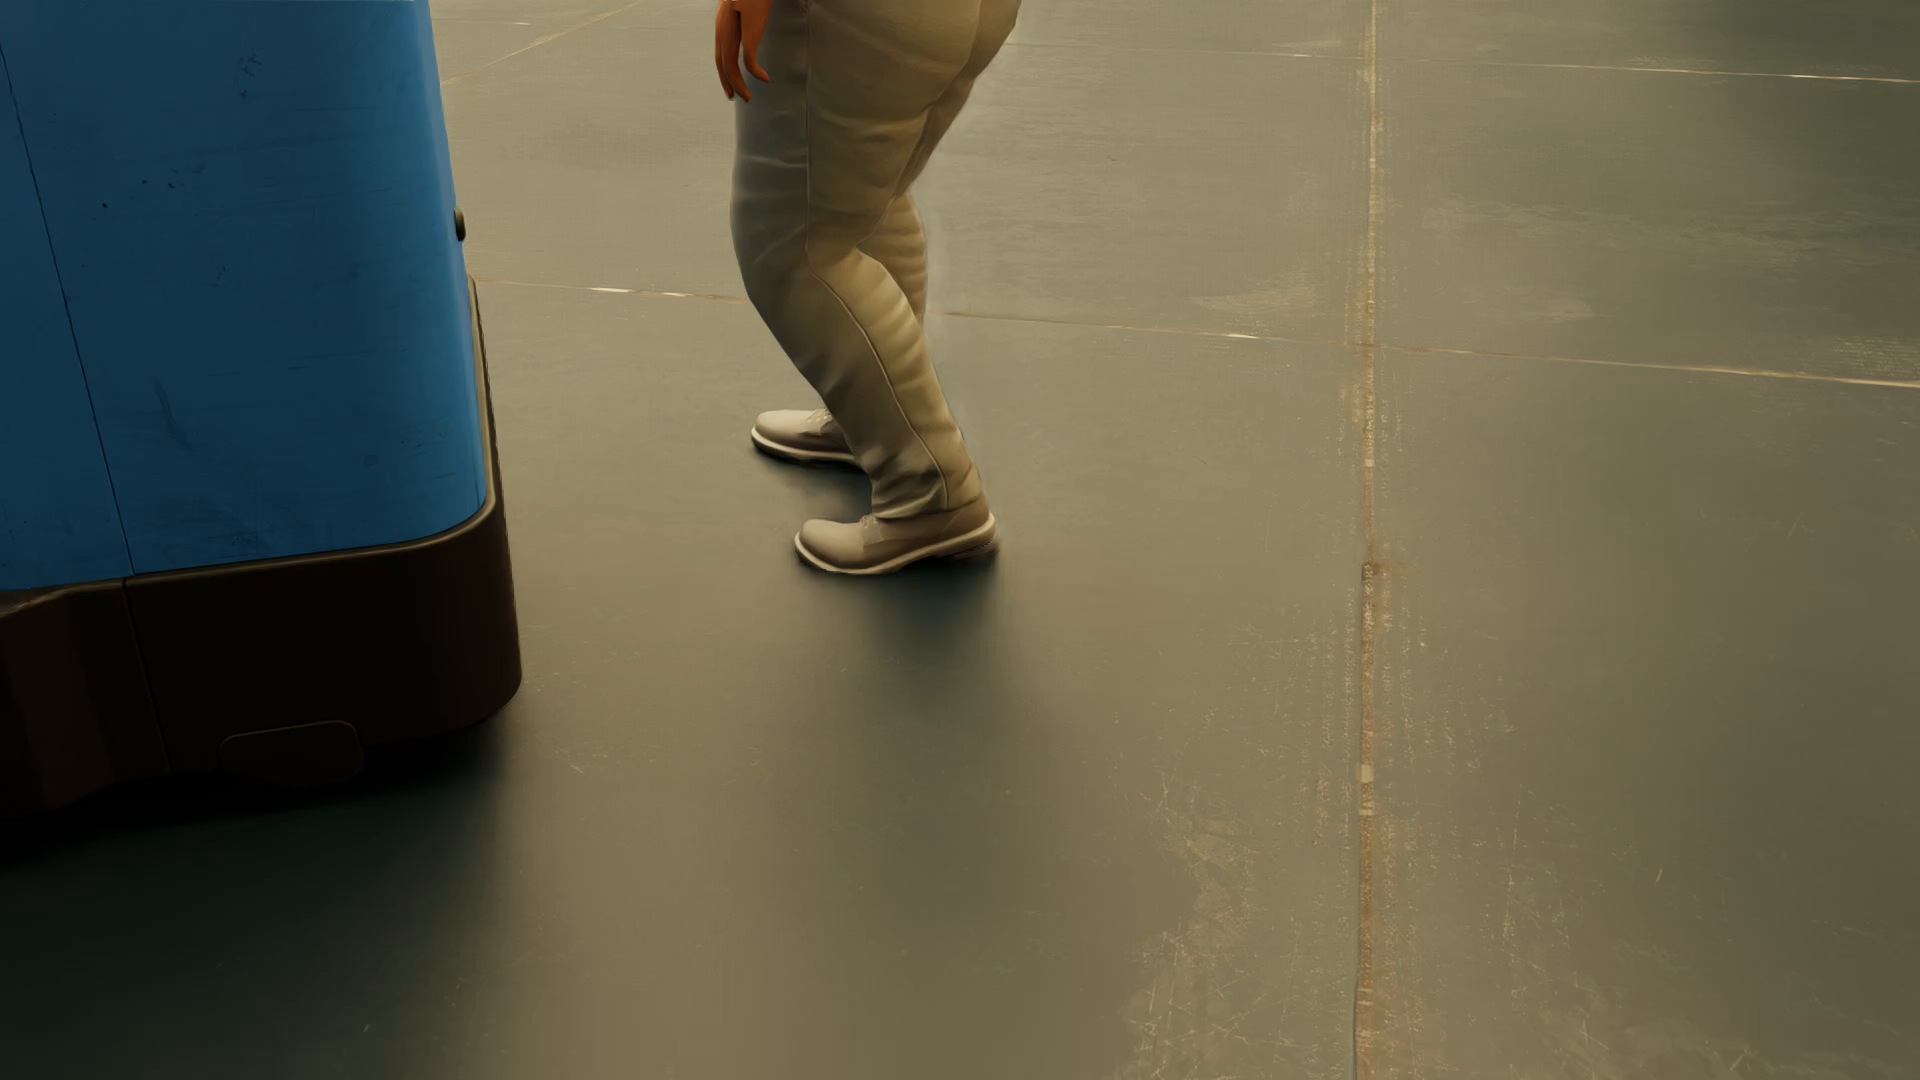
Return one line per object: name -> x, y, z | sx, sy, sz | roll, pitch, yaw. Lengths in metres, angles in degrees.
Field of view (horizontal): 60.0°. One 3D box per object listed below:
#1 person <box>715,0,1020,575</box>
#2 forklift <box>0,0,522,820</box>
person -> -0.173, -0.747, 2.189 | 0.541, 1.655, 0.616 | 9, 28, 17
forklift -> -2.103, -1.068, 1.364 | 3.031, 2.935, 1.130 | -8, 28, -15
